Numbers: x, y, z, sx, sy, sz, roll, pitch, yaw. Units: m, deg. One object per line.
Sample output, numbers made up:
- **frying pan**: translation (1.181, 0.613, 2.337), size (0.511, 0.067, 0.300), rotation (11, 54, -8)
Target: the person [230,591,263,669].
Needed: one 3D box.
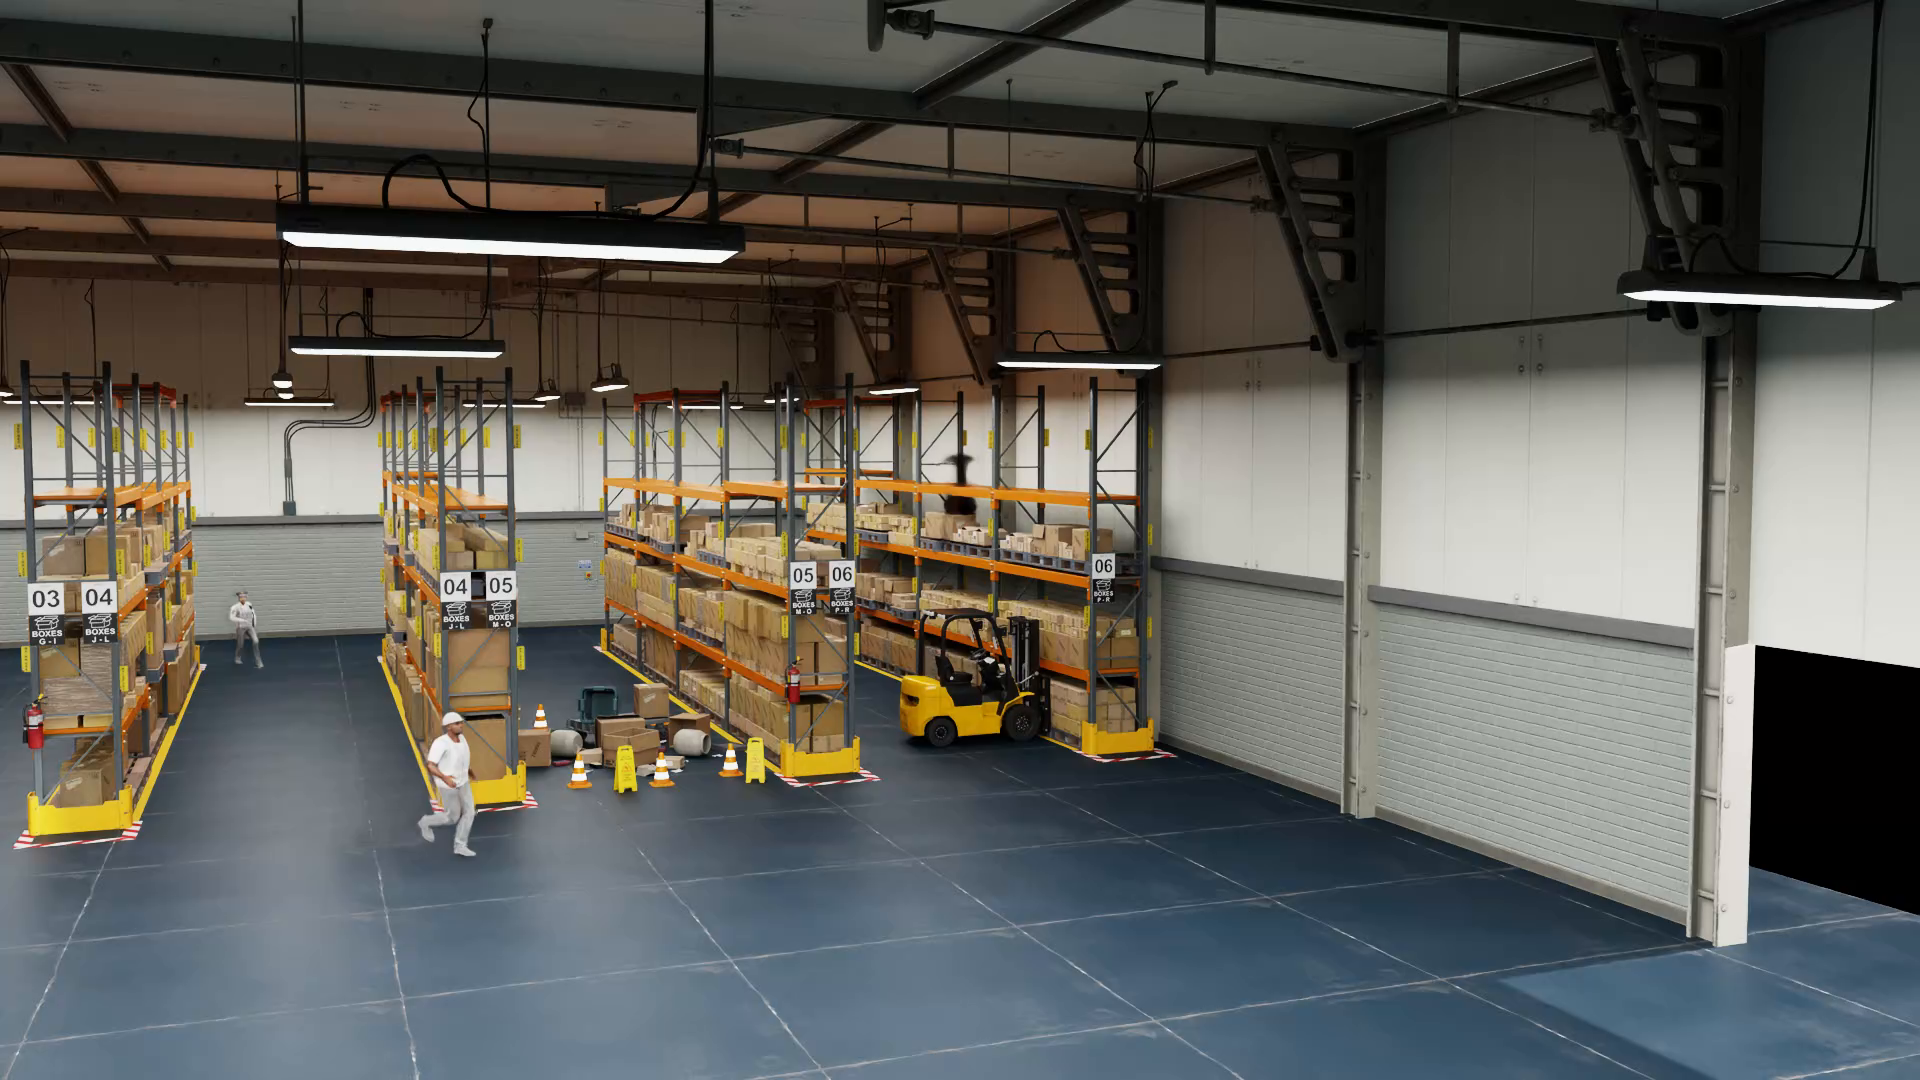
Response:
- **person**: translation (-15.751, 1.966, 36.585), size (0.603, 1.714, 0.855), rotation (-3, 5, -42)

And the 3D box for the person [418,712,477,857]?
- **person**: translation (-6.177, 2.940, 20.110), size (0.786, 1.738, 0.714), rotation (1, 4, 22)
